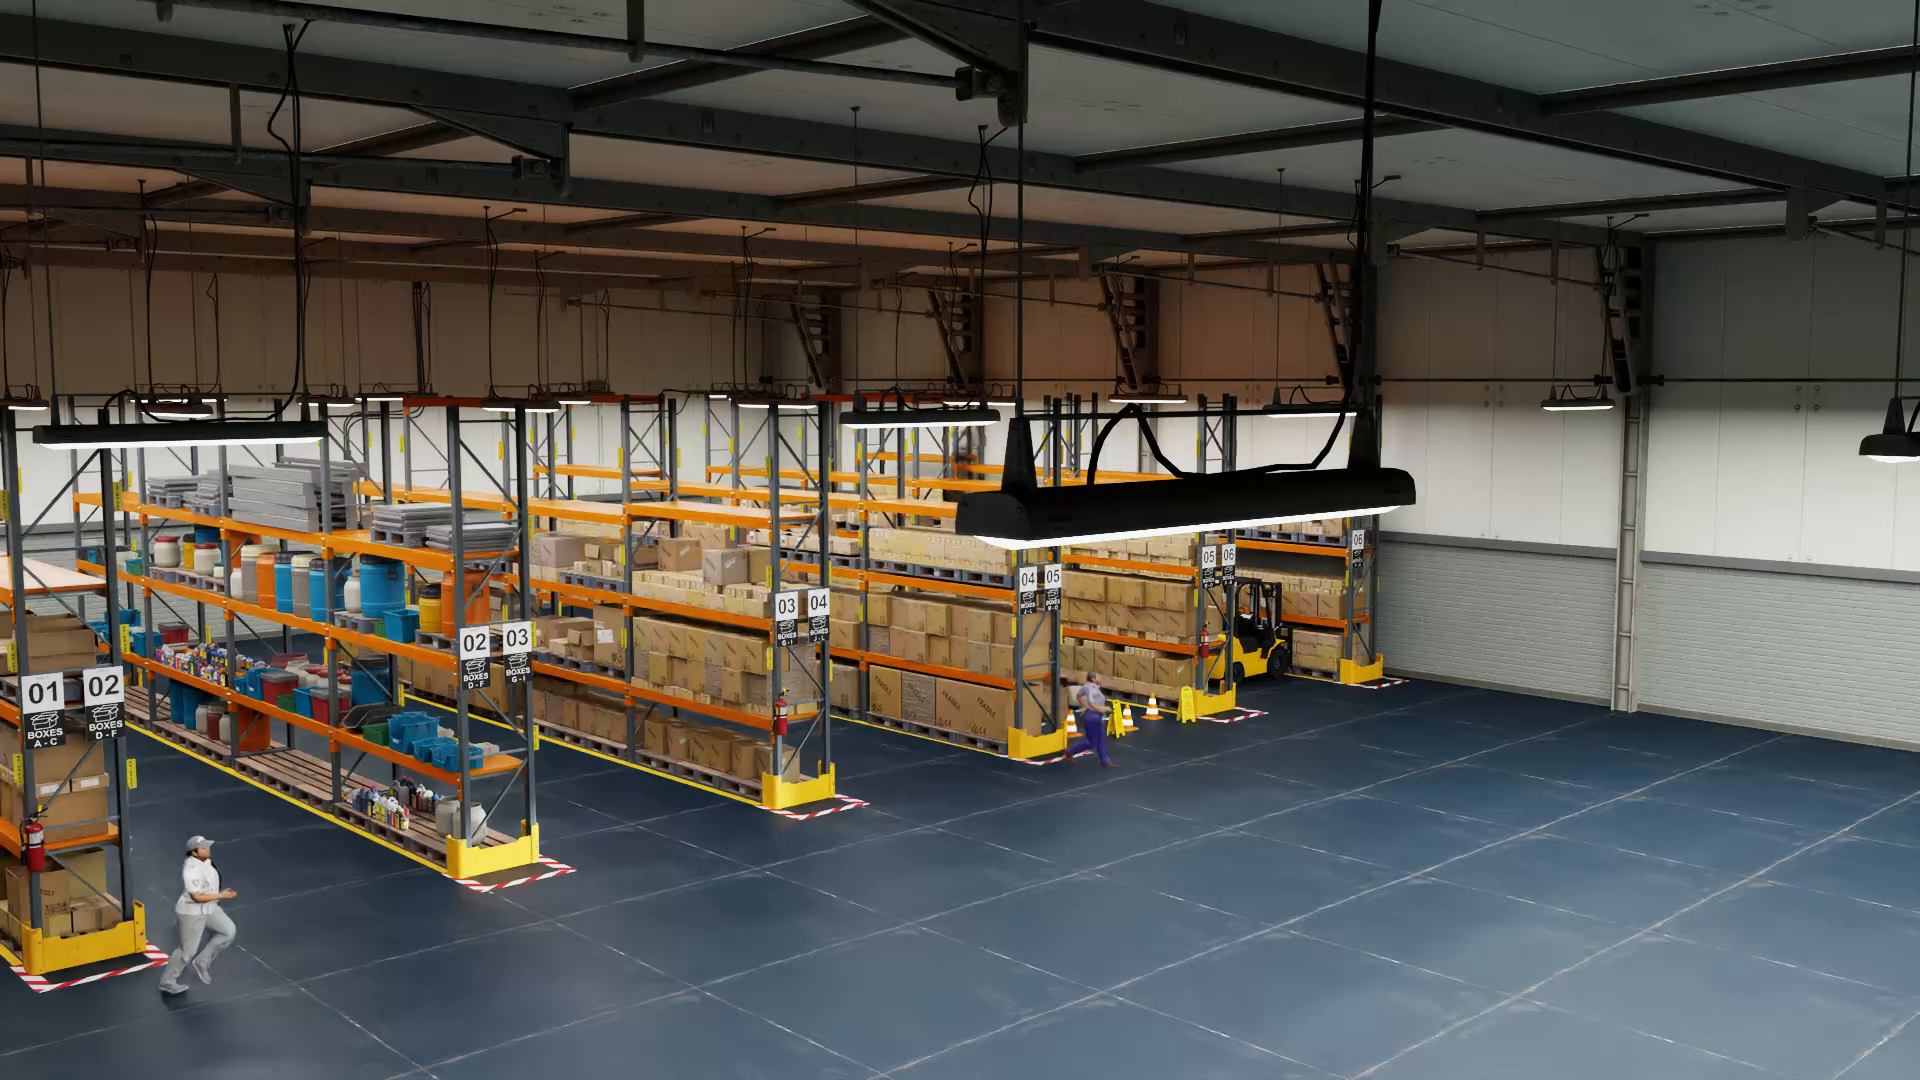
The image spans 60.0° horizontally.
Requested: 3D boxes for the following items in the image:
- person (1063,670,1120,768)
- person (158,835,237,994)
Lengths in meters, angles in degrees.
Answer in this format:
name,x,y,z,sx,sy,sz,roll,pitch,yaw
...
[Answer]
name,x,y,z,sx,sy,sz,roll,pitch,yaw
person,2.133,2.914,26.905,0.941,1.632,0.608,0,6,-2
person,-7.865,3.839,17.213,0.795,1.621,0.618,0,6,-4
